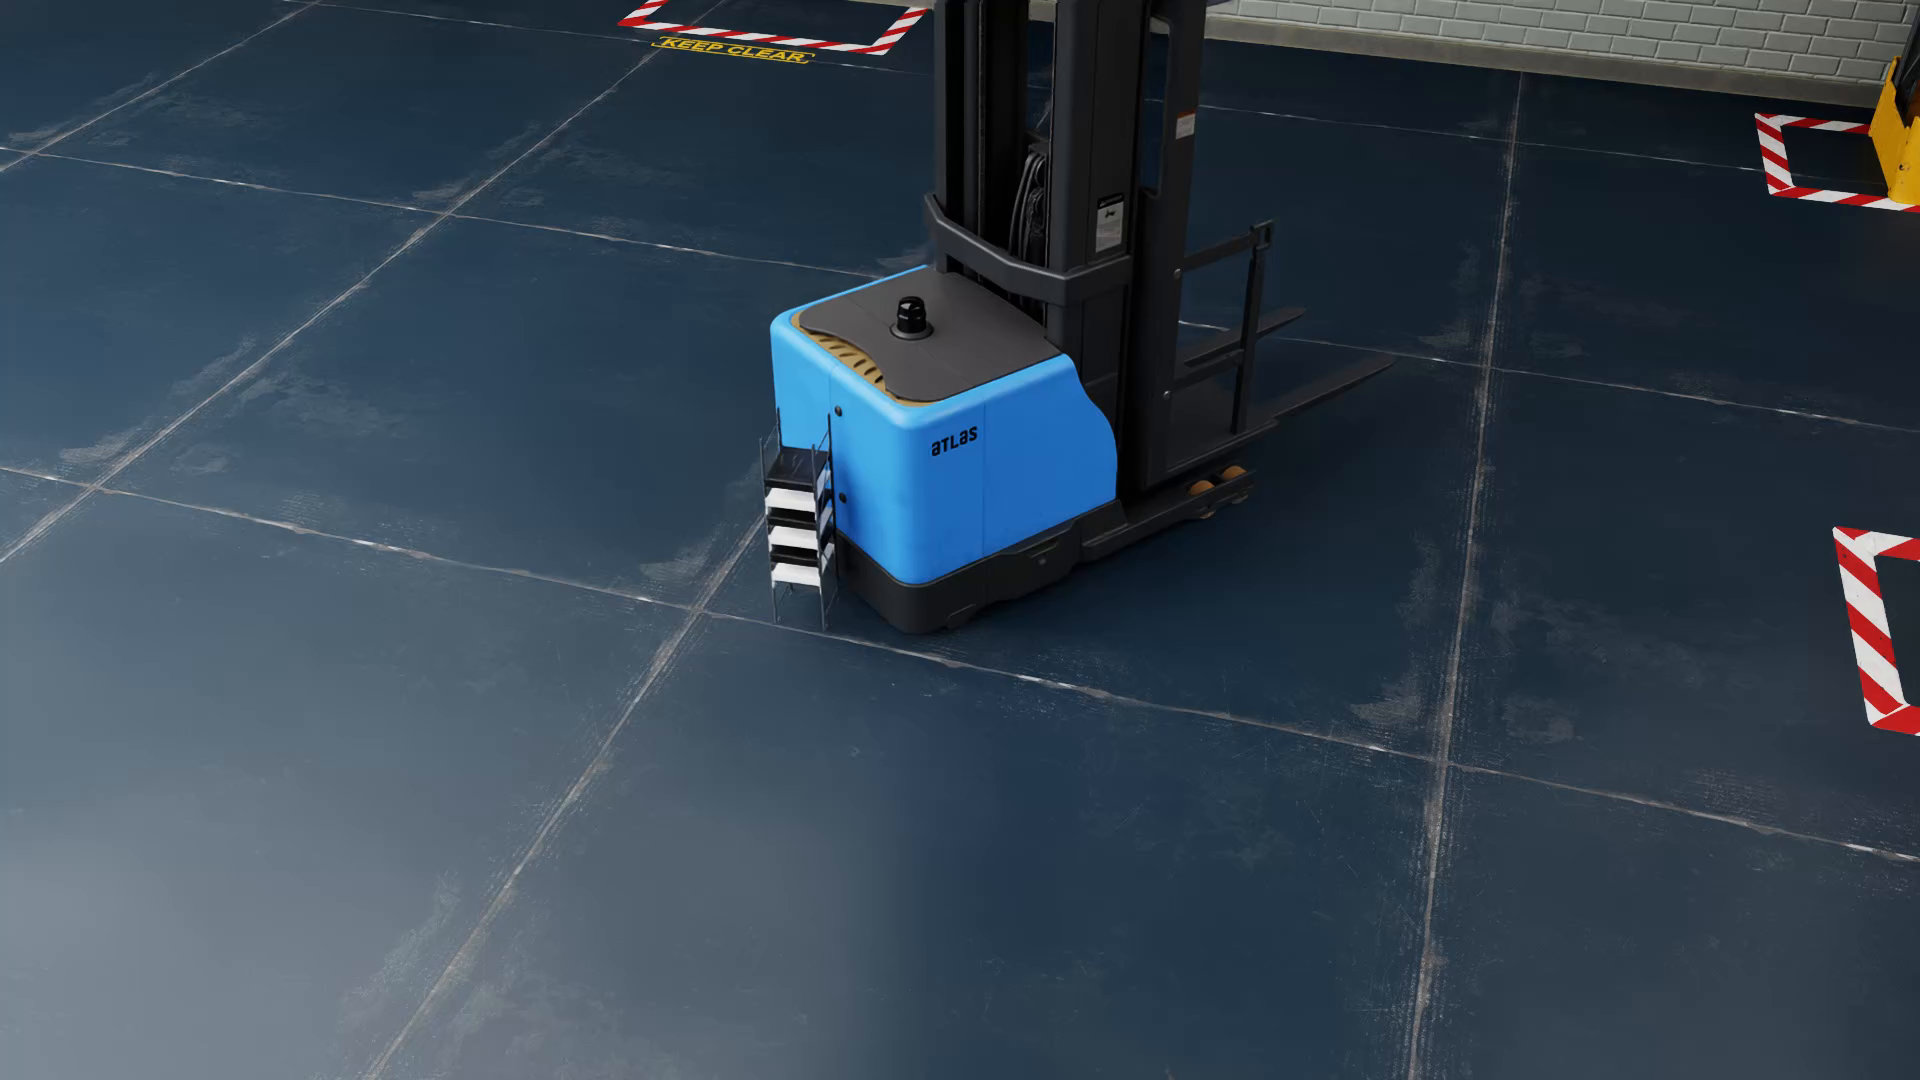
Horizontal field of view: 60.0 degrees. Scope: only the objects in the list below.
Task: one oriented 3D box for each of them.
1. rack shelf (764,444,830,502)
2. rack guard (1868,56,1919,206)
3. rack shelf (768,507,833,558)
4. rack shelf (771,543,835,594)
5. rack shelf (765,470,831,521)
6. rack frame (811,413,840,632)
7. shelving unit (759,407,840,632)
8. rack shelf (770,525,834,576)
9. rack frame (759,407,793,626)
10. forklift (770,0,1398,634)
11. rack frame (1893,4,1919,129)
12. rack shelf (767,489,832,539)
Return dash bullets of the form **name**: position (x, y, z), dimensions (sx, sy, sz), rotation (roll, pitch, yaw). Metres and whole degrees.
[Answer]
- **rack shelf**: position (-0.626, -0.262, 6.447), dimensions (0.200, 0.077, 0.258), rotation (7, 37, 10)
- **rack guard**: position (5.943, -2.536, 10.274), dimensions (0.348, 0.500, 1.175), rotation (10, 38, 14)
- **rack shelf**: position (-0.626, -0.044, 6.607), dimensions (0.200, 0.077, 0.258), rotation (7, 37, 10)
- **rack shelf**: position (-0.626, 0.101, 6.714), dimensions (0.200, 0.077, 0.258), rotation (7, 37, 10)
- **rack shelf**: position (-0.626, -0.189, 6.500), dimensions (0.200, 0.077, 0.258), rotation (7, 37, 10)
- **rack frame**: position (-0.527, -0.058, 6.570), dimensions (0.006, 0.900, 0.240), rotation (7, 37, 10)
- **shelving unit**: position (-0.626, -0.071, 6.587), dimensions (0.210, 0.900, 0.258), rotation (7, 37, 10)
- **rack shelf**: position (-0.626, 0.028, 6.660), dimensions (0.200, 0.077, 0.258), rotation (7, 37, 10)
- **rack frame**: position (-0.726, -0.084, 6.604), dimensions (0.006, 0.900, 0.240), rotation (7, 37, 10)
- **forklift**: position (0.710, -1.505, 6.823), dimensions (3.031, 2.935, 1.130), rotation (-24, 42, -29)
- **rack frame**: position (5.870, -3.556, 9.551), dimensions (0.127, 3.000, 1.000), rotation (10, 38, 14)
- **rack shelf**: position (-0.626, -0.117, 6.554), dimensions (0.200, 0.077, 0.258), rotation (7, 37, 10)
